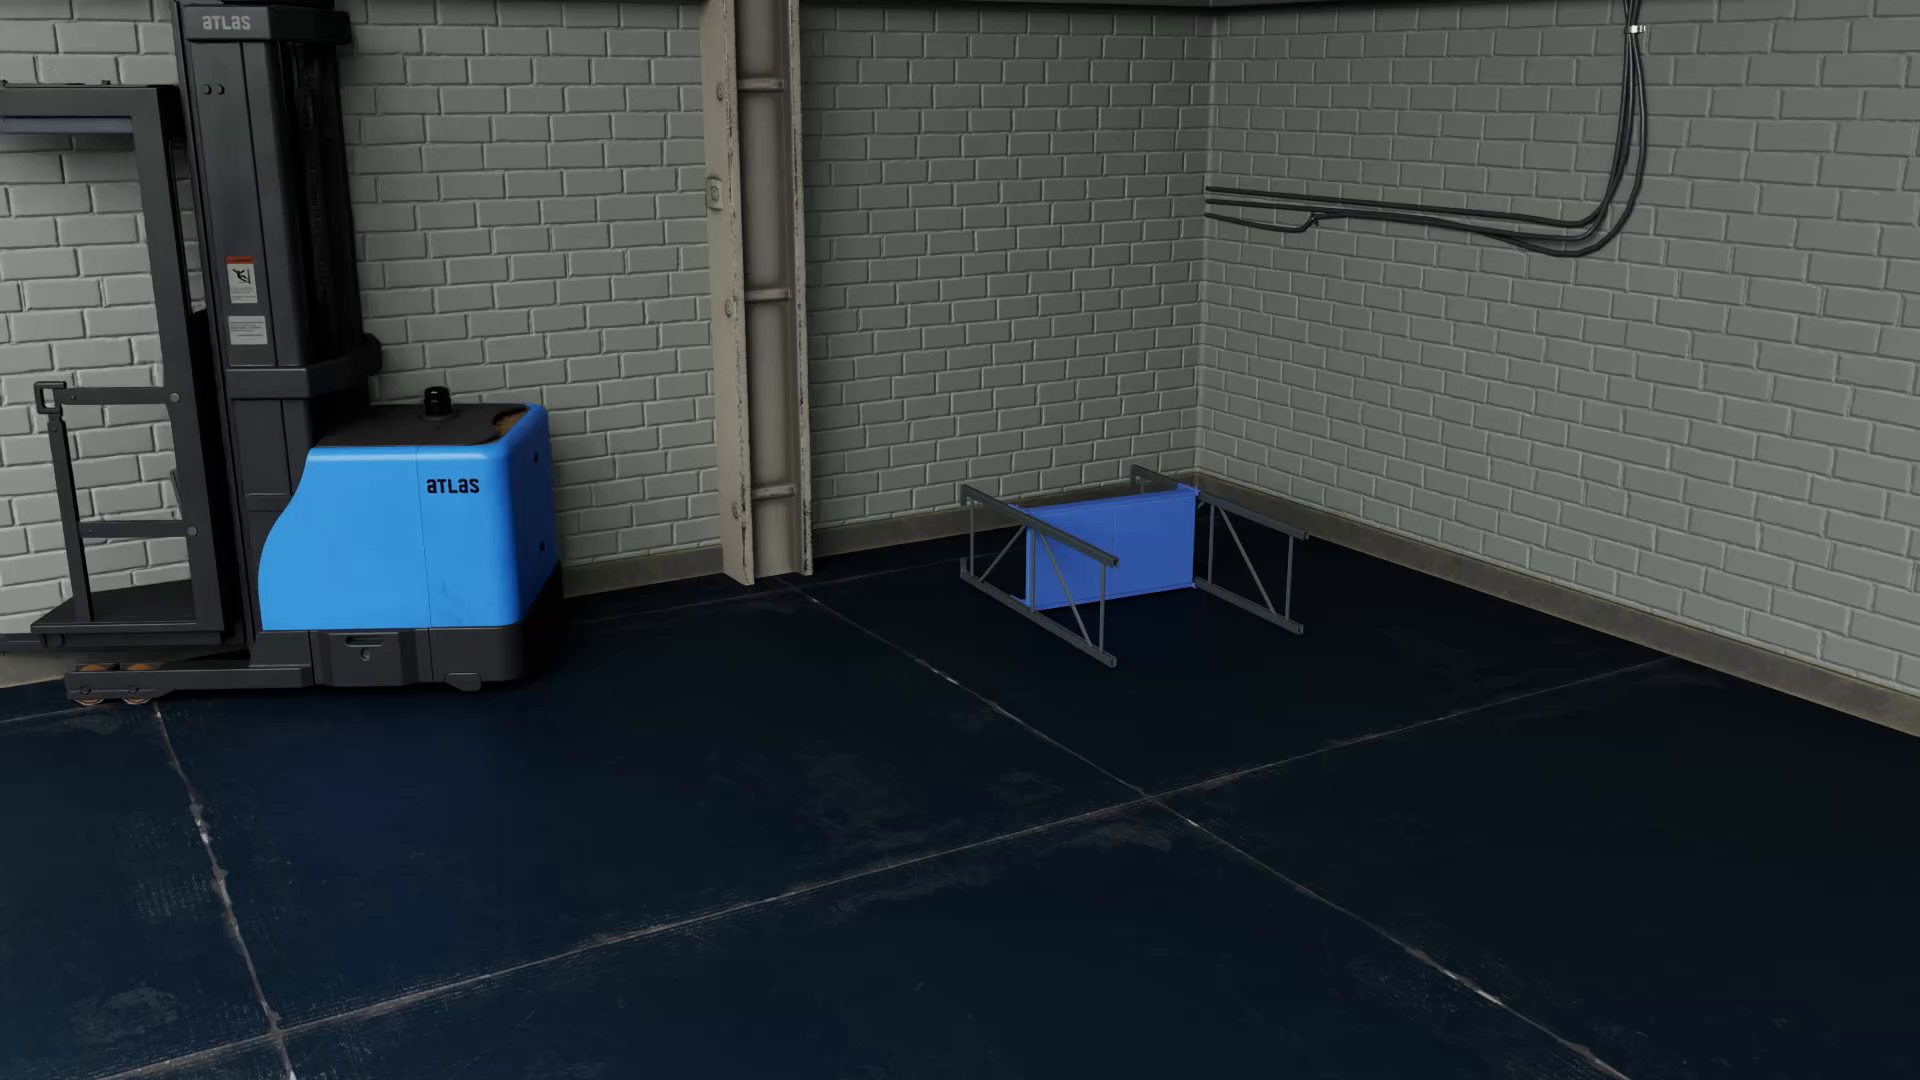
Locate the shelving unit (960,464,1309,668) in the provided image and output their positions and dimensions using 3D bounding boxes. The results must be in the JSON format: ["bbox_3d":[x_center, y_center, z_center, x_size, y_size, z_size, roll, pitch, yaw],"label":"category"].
[{"bbox_3d":[0.803,0.078,8.133,1.048,0.538,1.500,-8,17,-25],"label":"shelving unit"}]

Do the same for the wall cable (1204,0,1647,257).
[{"bbox_3d":[2.188,-2.770,8.371,0.112,2.526,3.097,-9,18,-30],"label":"wall cable"}]

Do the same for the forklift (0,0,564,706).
[{"bbox_3d":[-3.379,-0.867,7.071,3.031,2.935,1.130,-1,16,-3],"label":"forklift"}]

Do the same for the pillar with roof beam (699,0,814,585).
[{"bbox_3d":[1.199,-3.165,4.030,0.400,9.000,9.100,-9,18,-30],"label":"pillar with roof beam"}]

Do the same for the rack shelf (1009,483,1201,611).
[{"bbox_3d":[0.723,0.035,8.289,1.000,0.538,0.185,-8,17,-25],"label":"rack shelf"}]

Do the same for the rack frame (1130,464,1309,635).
[{"bbox_3d":[1.259,0.018,8.348,0.032,0.500,1.500,-8,17,-25],"label":"rack frame"}]

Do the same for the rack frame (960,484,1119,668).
[{"bbox_3d":[0.346,0.139,7.918,0.032,0.500,1.500,-8,17,-25],"label":"rack frame"}]
